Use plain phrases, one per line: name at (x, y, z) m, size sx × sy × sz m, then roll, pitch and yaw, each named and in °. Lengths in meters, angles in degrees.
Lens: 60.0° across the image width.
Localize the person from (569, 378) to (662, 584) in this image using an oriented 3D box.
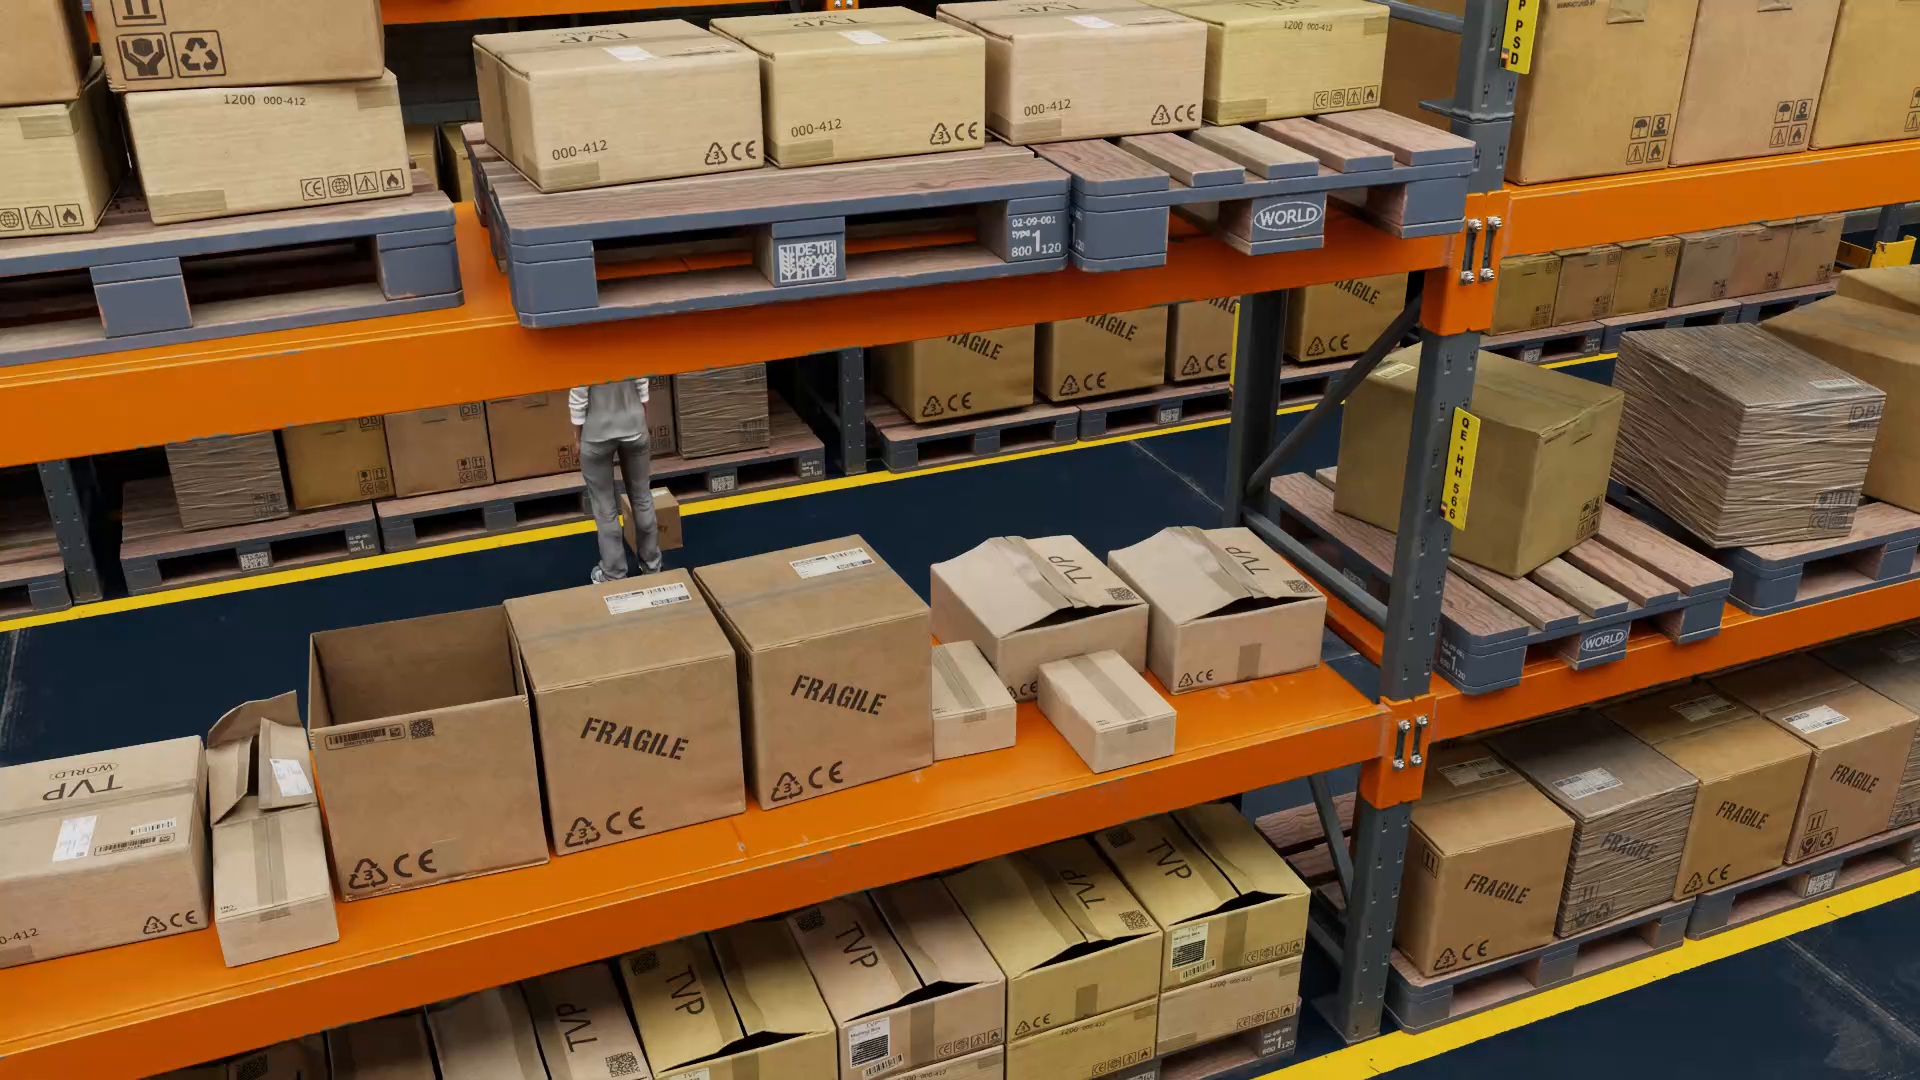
person at (-1.681, -0.508, 8.029) m, size 0.408 × 1.603 × 0.324 m, roll -15°, pitch 30°, yaw -27°
